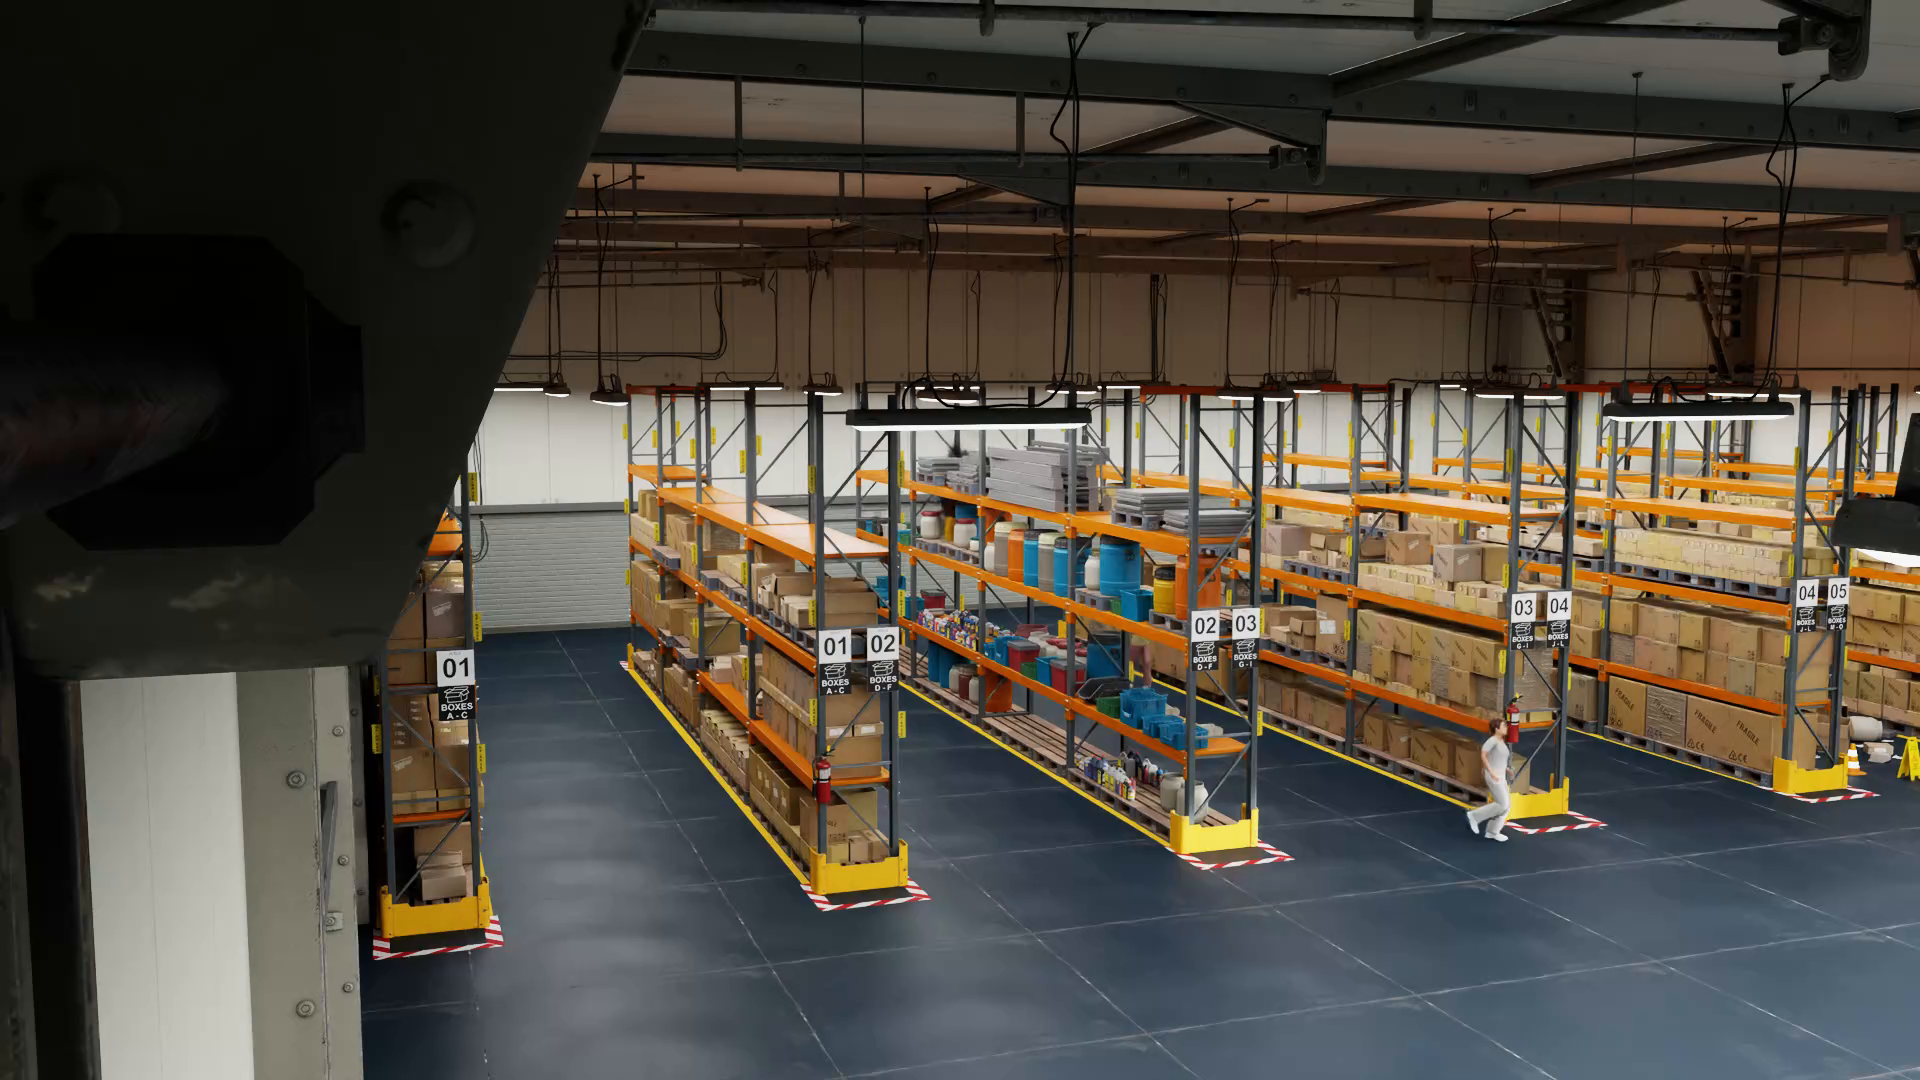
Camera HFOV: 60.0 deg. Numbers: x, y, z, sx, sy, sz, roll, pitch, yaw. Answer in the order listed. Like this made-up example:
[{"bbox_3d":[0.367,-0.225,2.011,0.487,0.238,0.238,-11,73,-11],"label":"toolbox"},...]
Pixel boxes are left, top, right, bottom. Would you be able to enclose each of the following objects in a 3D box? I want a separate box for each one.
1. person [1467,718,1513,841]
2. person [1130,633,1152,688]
[{"bbox_3d":[7.206,3.210,22.506,0.538,1.623,0.619,3,7,30],"label":"person"},{"bbox_3d":[3.351,1.979,31.077,0.553,1.714,0.835,-3,7,-27],"label":"person"}]
